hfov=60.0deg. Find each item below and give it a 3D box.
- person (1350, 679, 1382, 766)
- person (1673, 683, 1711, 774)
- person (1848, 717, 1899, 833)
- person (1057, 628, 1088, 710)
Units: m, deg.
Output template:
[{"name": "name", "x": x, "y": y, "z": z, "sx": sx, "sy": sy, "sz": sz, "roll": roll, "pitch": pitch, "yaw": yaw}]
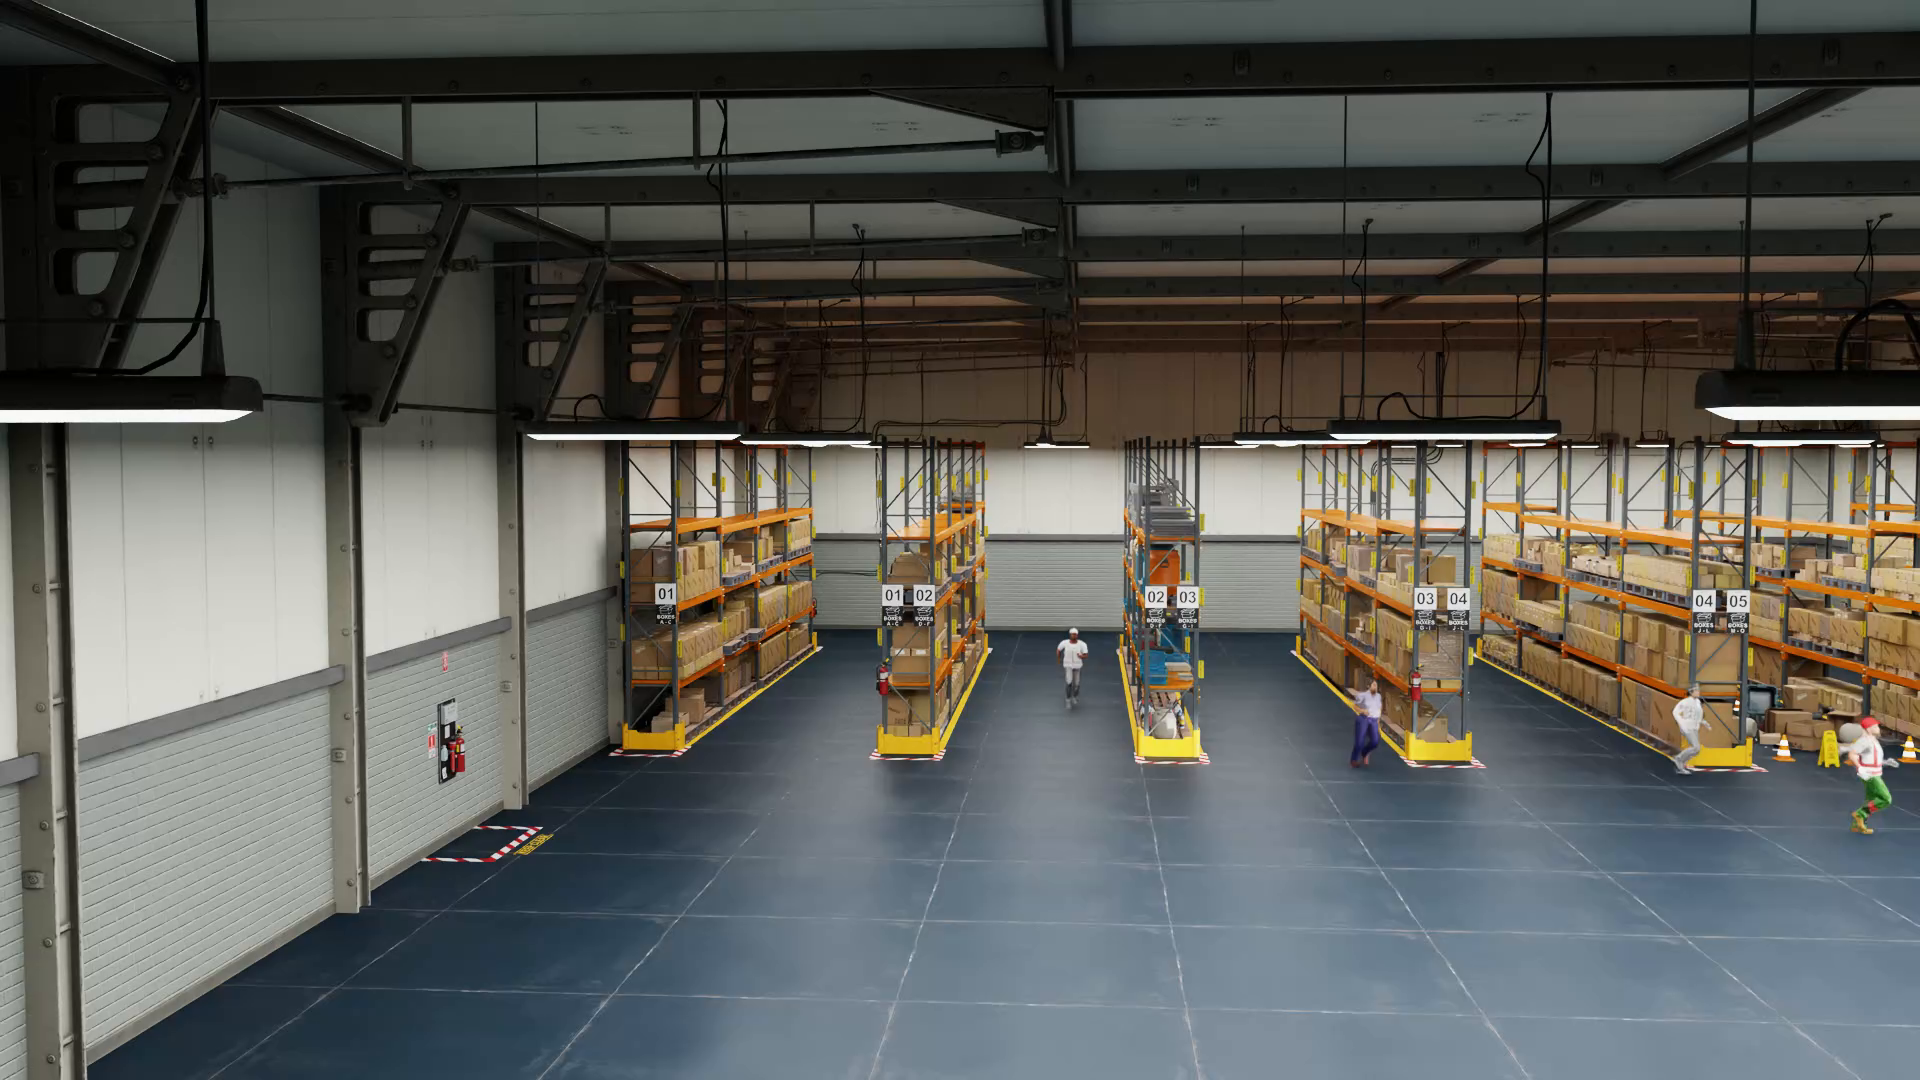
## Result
[{"name": "person", "x": 7.434, "y": 3.316, "z": 30.131, "sx": 0.609, "sy": 1.578, "sz": 0.532, "roll": 0, "pitch": 3, "yaw": -9}, {"name": "person", "x": 12.932, "y": 3.334, "z": 29.370, "sx": 0.602, "sy": 1.634, "sz": 0.546, "roll": -2, "pitch": 4, "yaw": -33}, {"name": "person", "x": 13.605, "y": 3.511, "z": 24.742, "sx": 0.613, "sy": 1.740, "sz": 0.653, "roll": 2, "pitch": 4, "yaw": 38}, {"name": "person", "x": 2.511, "y": 2.866, "z": 36.994, "sx": 0.671, "sy": 1.827, "sz": 0.757, "roll": 0, "pitch": 3, "yaw": -2}]
